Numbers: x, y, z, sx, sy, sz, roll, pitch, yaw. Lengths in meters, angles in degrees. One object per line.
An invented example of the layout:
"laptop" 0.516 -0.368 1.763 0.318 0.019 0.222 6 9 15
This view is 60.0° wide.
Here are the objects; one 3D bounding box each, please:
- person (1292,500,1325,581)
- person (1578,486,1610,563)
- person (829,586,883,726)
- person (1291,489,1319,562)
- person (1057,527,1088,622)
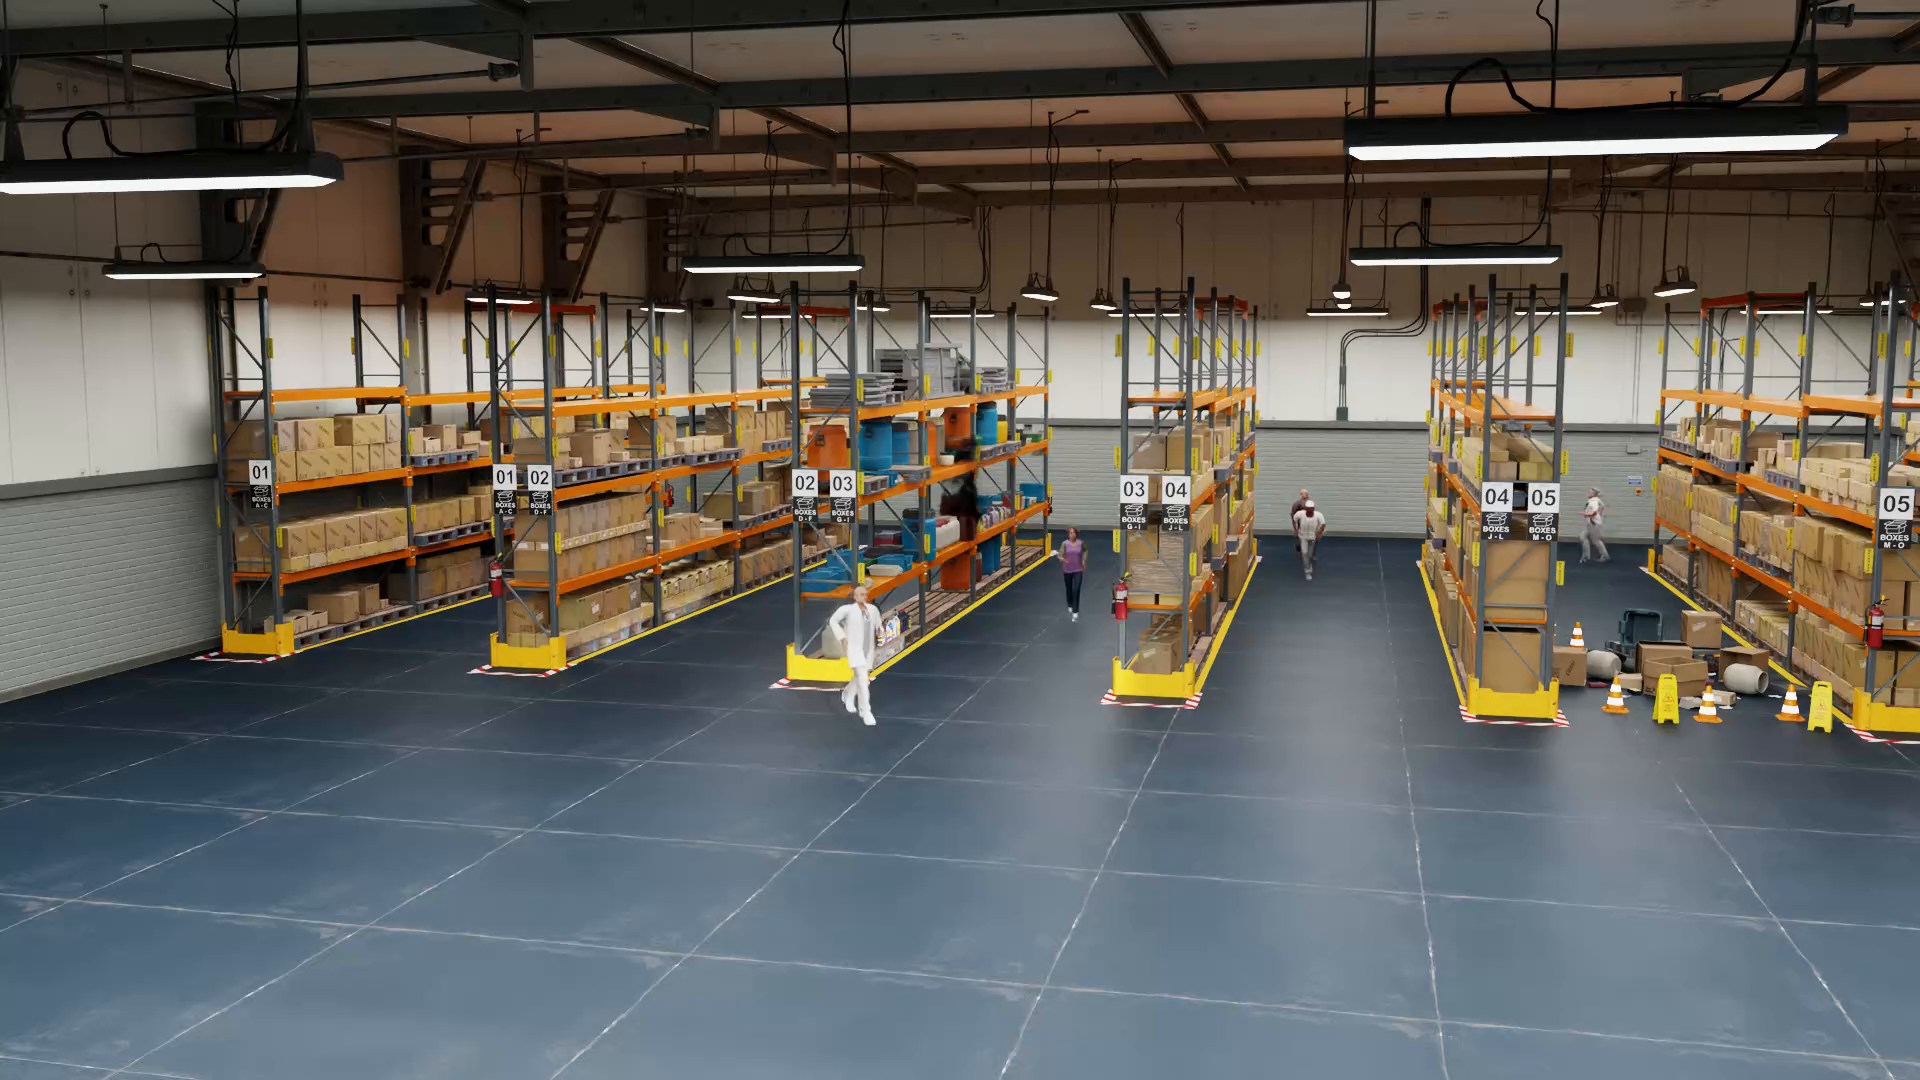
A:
"person" 7.640 -0.028 36.455 0.715 1.737 1.015 2 7 14
"person" 14.822 -0.332 38.867 0.743 1.844 0.647 2 7 18
"person" -1.362 1.528 22.534 0.697 1.825 0.948 -5 8 -39
"person" 8.119 -0.351 39.263 0.742 1.716 0.723 -4 8 -33
"person" 1.971 0.570 29.059 0.538 1.610 0.808 0 7 3
